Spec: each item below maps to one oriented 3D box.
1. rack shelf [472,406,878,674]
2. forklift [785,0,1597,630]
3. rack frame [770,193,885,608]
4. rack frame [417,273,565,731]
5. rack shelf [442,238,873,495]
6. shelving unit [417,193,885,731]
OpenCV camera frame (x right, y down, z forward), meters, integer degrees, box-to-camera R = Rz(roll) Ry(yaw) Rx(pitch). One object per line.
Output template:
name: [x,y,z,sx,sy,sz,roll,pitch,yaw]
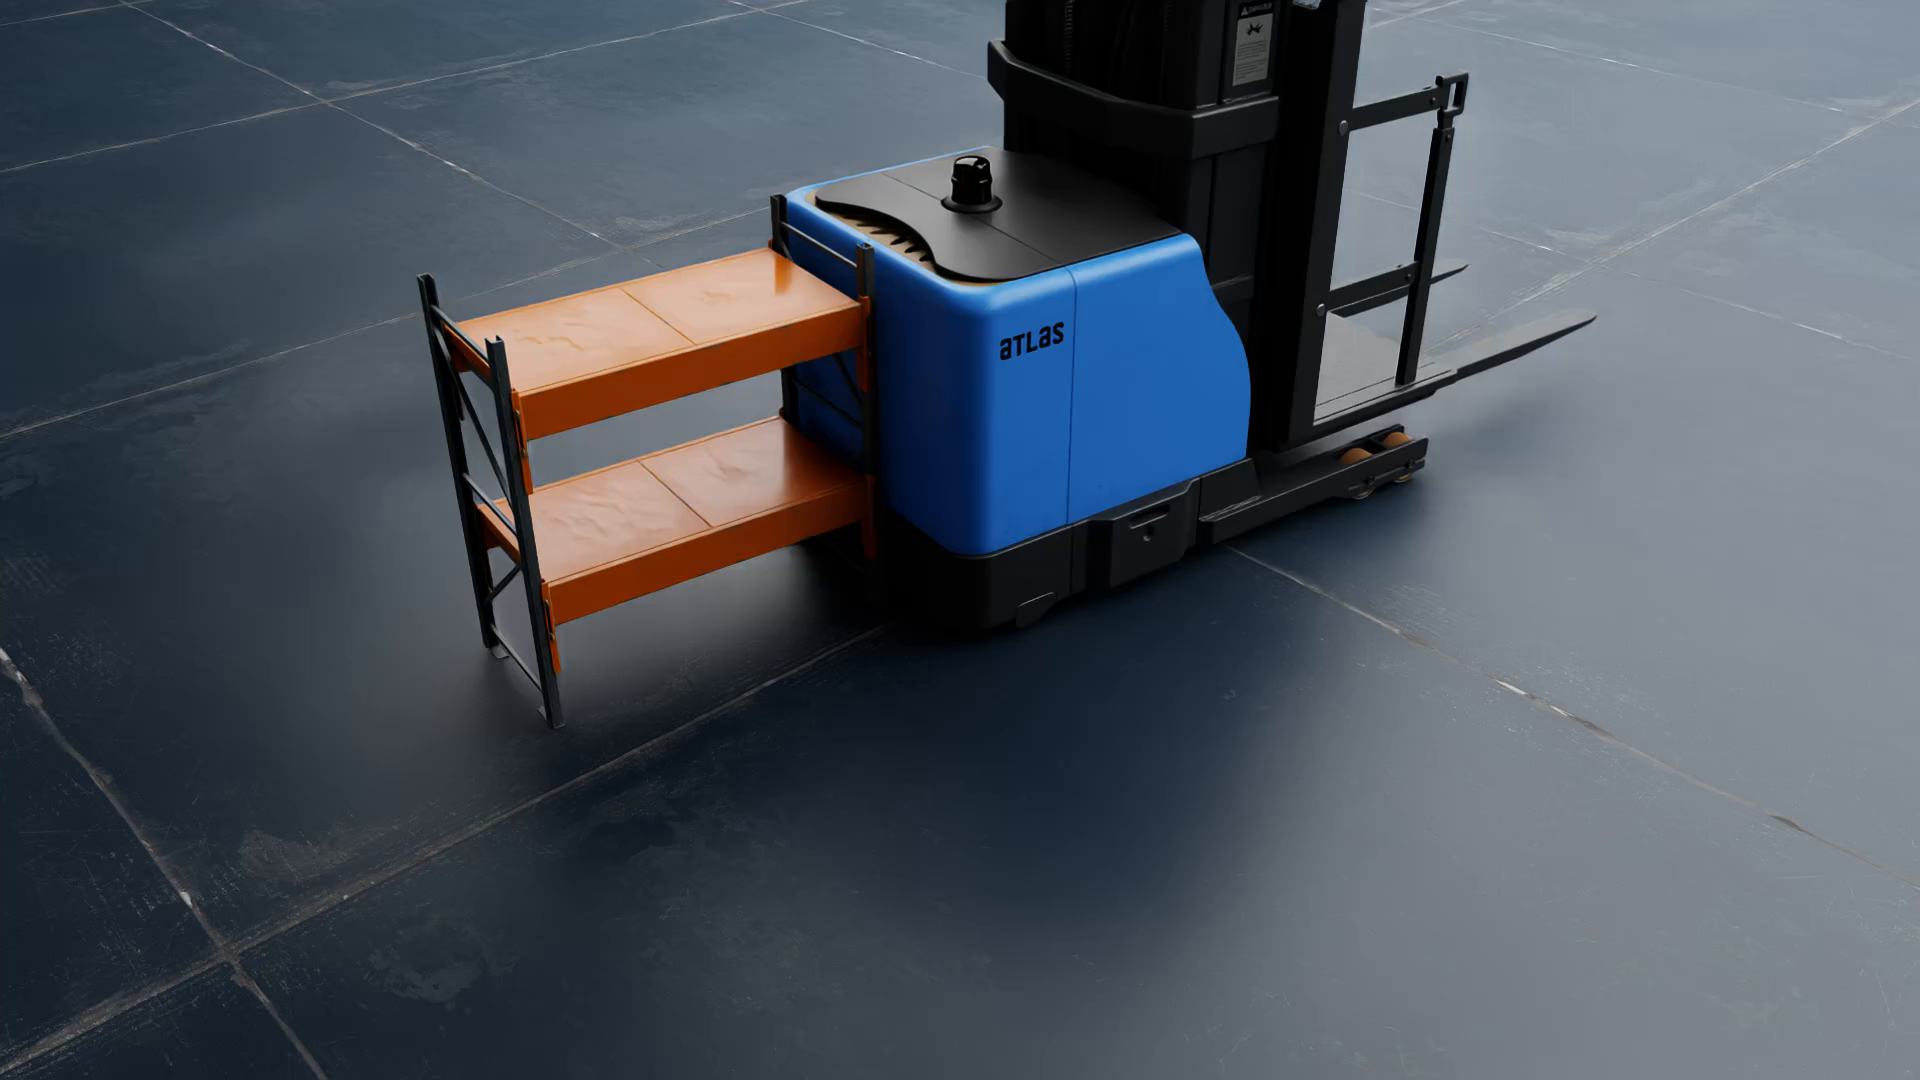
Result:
rack shelf: [-0.795,-0.028,4.686,1.000,0.278,0.538,-20,37,-29]
forklift: [0.946,-1.589,5.039,3.031,2.935,1.130,-20,37,-29]
rack frame: [-0.379,-0.389,4.808,0.032,1.125,0.500,-20,37,-29]
rack frame: [-1.211,-0.084,4.309,0.032,1.125,0.500,-20,37,-29]
rack shelf: [-0.795,-0.486,4.405,1.000,0.278,0.538,-20,37,-29]
shelving unit: [-0.795,-0.236,4.558,1.048,1.125,0.538,-20,37,-29]
